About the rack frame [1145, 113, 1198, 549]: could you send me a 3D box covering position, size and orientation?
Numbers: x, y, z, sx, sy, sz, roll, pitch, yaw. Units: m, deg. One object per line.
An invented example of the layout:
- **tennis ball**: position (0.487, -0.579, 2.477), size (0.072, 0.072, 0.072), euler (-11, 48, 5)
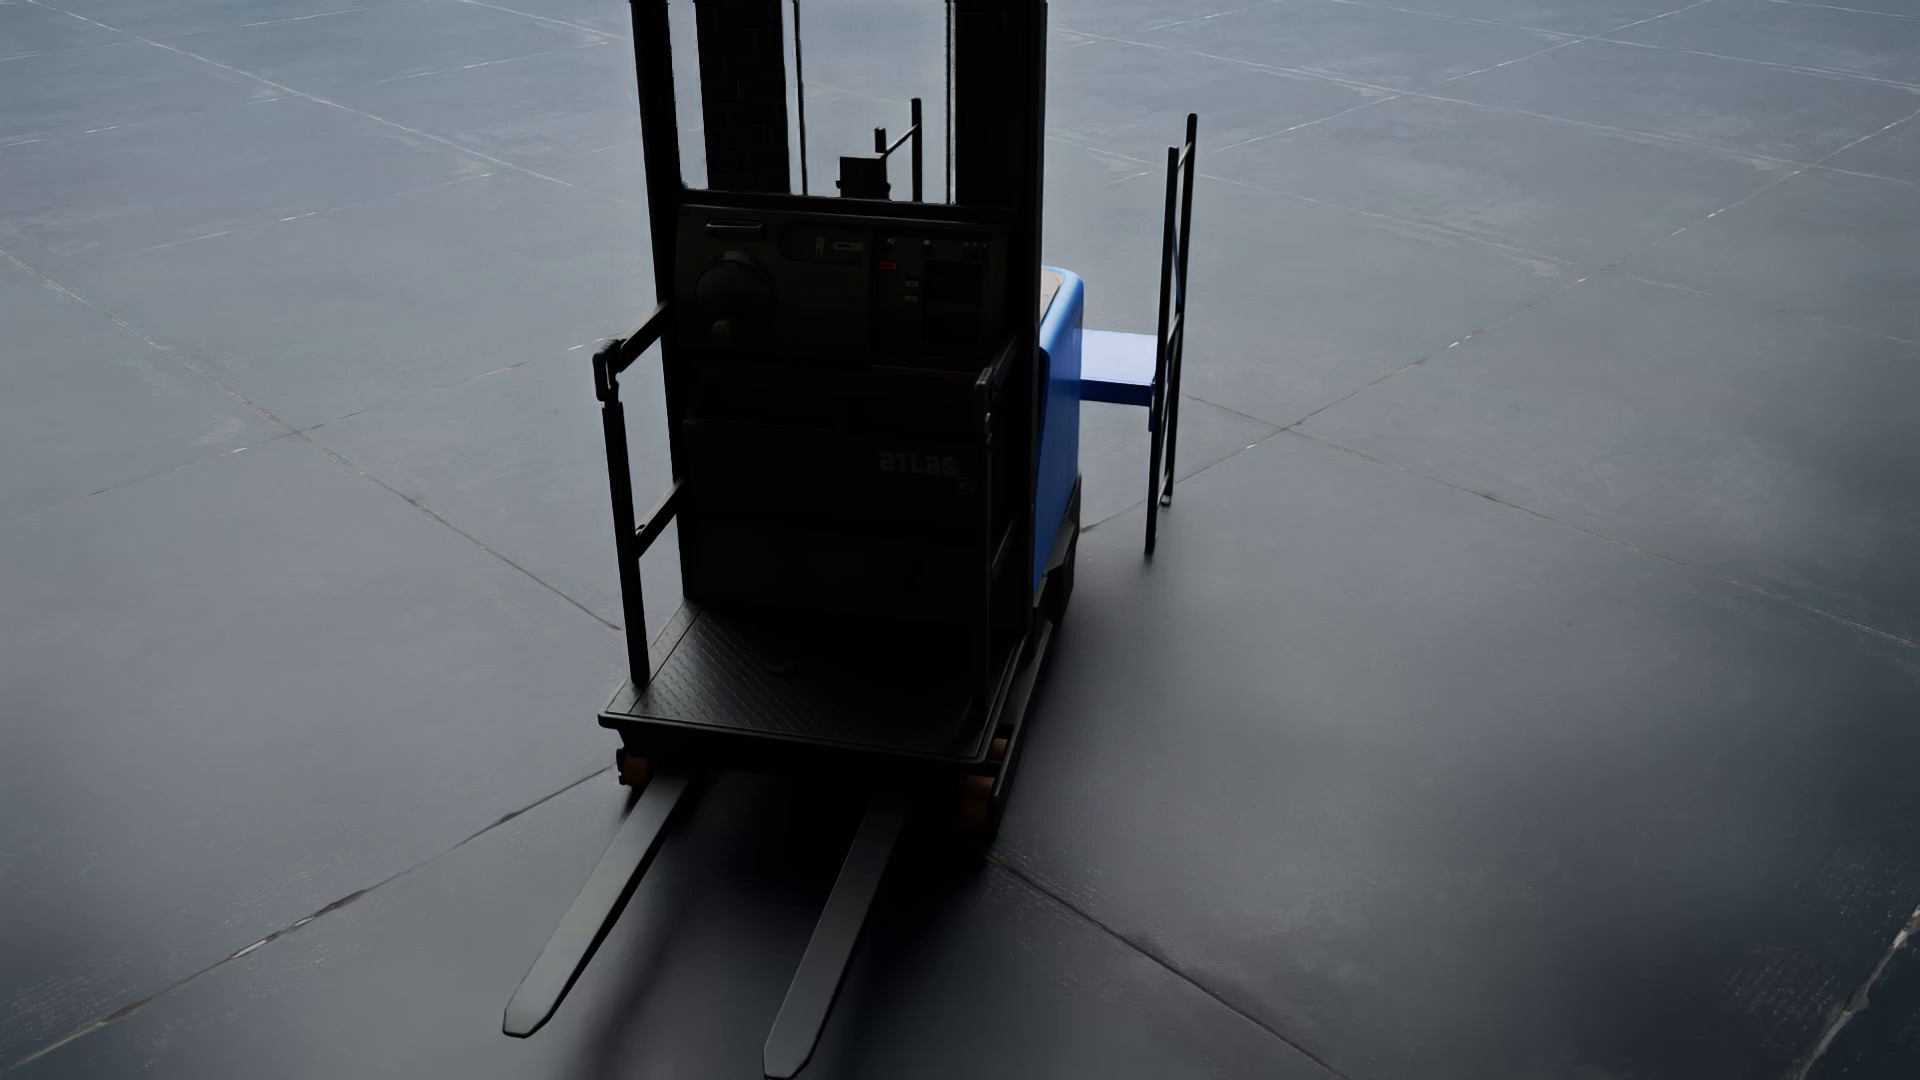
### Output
- **rack frame**: position (0.768, -0.743, 6.051), size (0.032, 1.500, 0.500), euler (7, 29, 13)

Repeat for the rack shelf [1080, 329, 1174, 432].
- **rack shelf**: position (0.276, -0.644, 6.249), size (1.000, 0.185, 0.538), euler (7, 29, 13)

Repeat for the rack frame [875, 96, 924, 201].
- **rack frame**: position (-0.216, -0.863, 6.280), size (0.032, 1.500, 0.500), euler (7, 29, 13)

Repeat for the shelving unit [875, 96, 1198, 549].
- **shelving unit**: position (0.276, -0.803, 6.166), size (1.048, 1.500, 0.538), euler (7, 29, 13)

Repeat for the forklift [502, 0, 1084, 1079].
- **forklift**: position (-0.372, -0.662, 4.359), size (1.130, 2.935, 3.031), euler (6, 28, 11)
